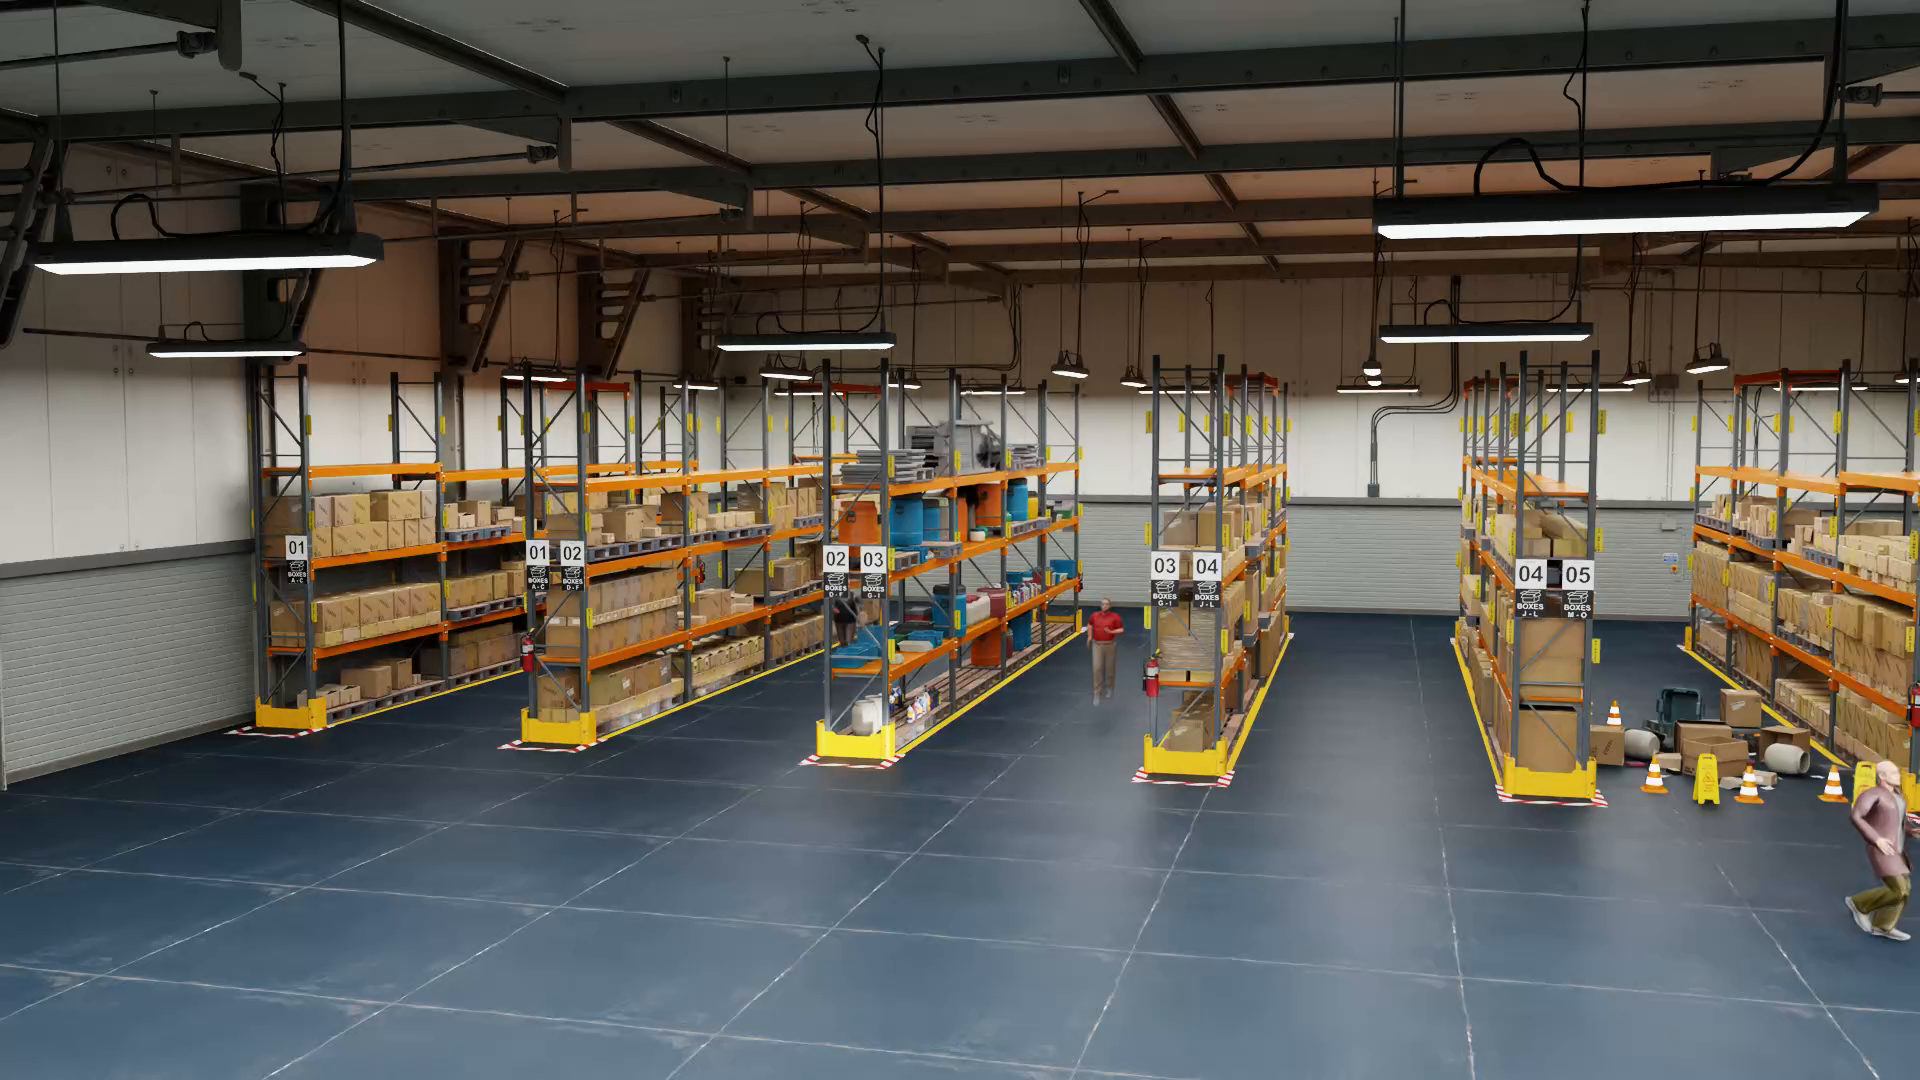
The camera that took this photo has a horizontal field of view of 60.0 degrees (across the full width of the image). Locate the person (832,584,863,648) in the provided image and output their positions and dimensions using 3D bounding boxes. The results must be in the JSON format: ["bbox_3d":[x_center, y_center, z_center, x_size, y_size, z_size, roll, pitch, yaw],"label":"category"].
[{"bbox_3d":[-2.226,1.647,32.066,0.640,1.787,0.760,1,4,8],"label":"person"}]

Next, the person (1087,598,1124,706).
[{"bbox_3d":[2.470,1.884,28.367,0.649,1.787,0.798,1,4,9],"label":"person"}]

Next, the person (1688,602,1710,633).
[{"bbox_3d":[17.011,1.509,38.217,0.746,1.736,0.716,3,5,41],"label":"person"}]

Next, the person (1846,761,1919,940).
[{"bbox_3d":[9.027,3.017,16.210,0.734,1.734,0.646,-3,5,-35],"label":"person"}]
